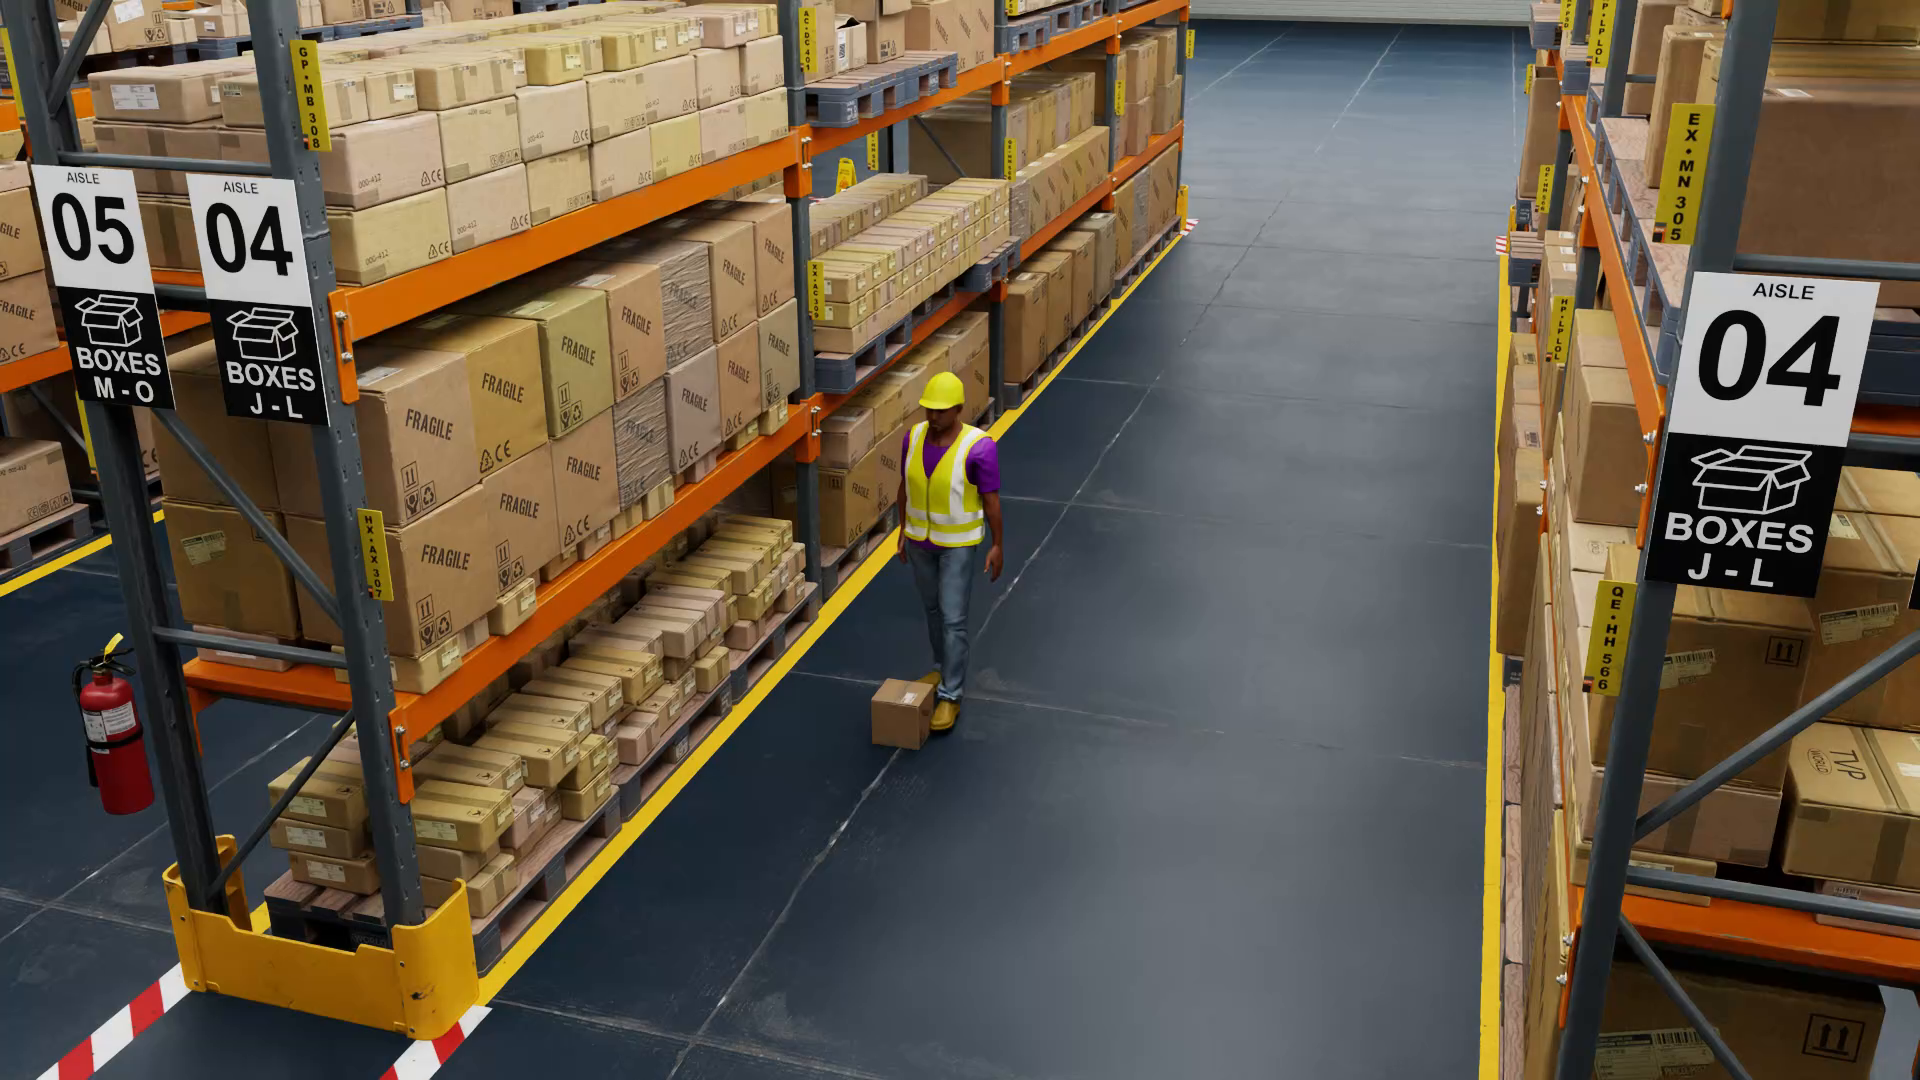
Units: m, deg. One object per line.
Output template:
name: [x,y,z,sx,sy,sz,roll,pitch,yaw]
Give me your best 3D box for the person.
person: [-0.137,0.037,8.432,0.621,1.760,0.643,13,25,29]
